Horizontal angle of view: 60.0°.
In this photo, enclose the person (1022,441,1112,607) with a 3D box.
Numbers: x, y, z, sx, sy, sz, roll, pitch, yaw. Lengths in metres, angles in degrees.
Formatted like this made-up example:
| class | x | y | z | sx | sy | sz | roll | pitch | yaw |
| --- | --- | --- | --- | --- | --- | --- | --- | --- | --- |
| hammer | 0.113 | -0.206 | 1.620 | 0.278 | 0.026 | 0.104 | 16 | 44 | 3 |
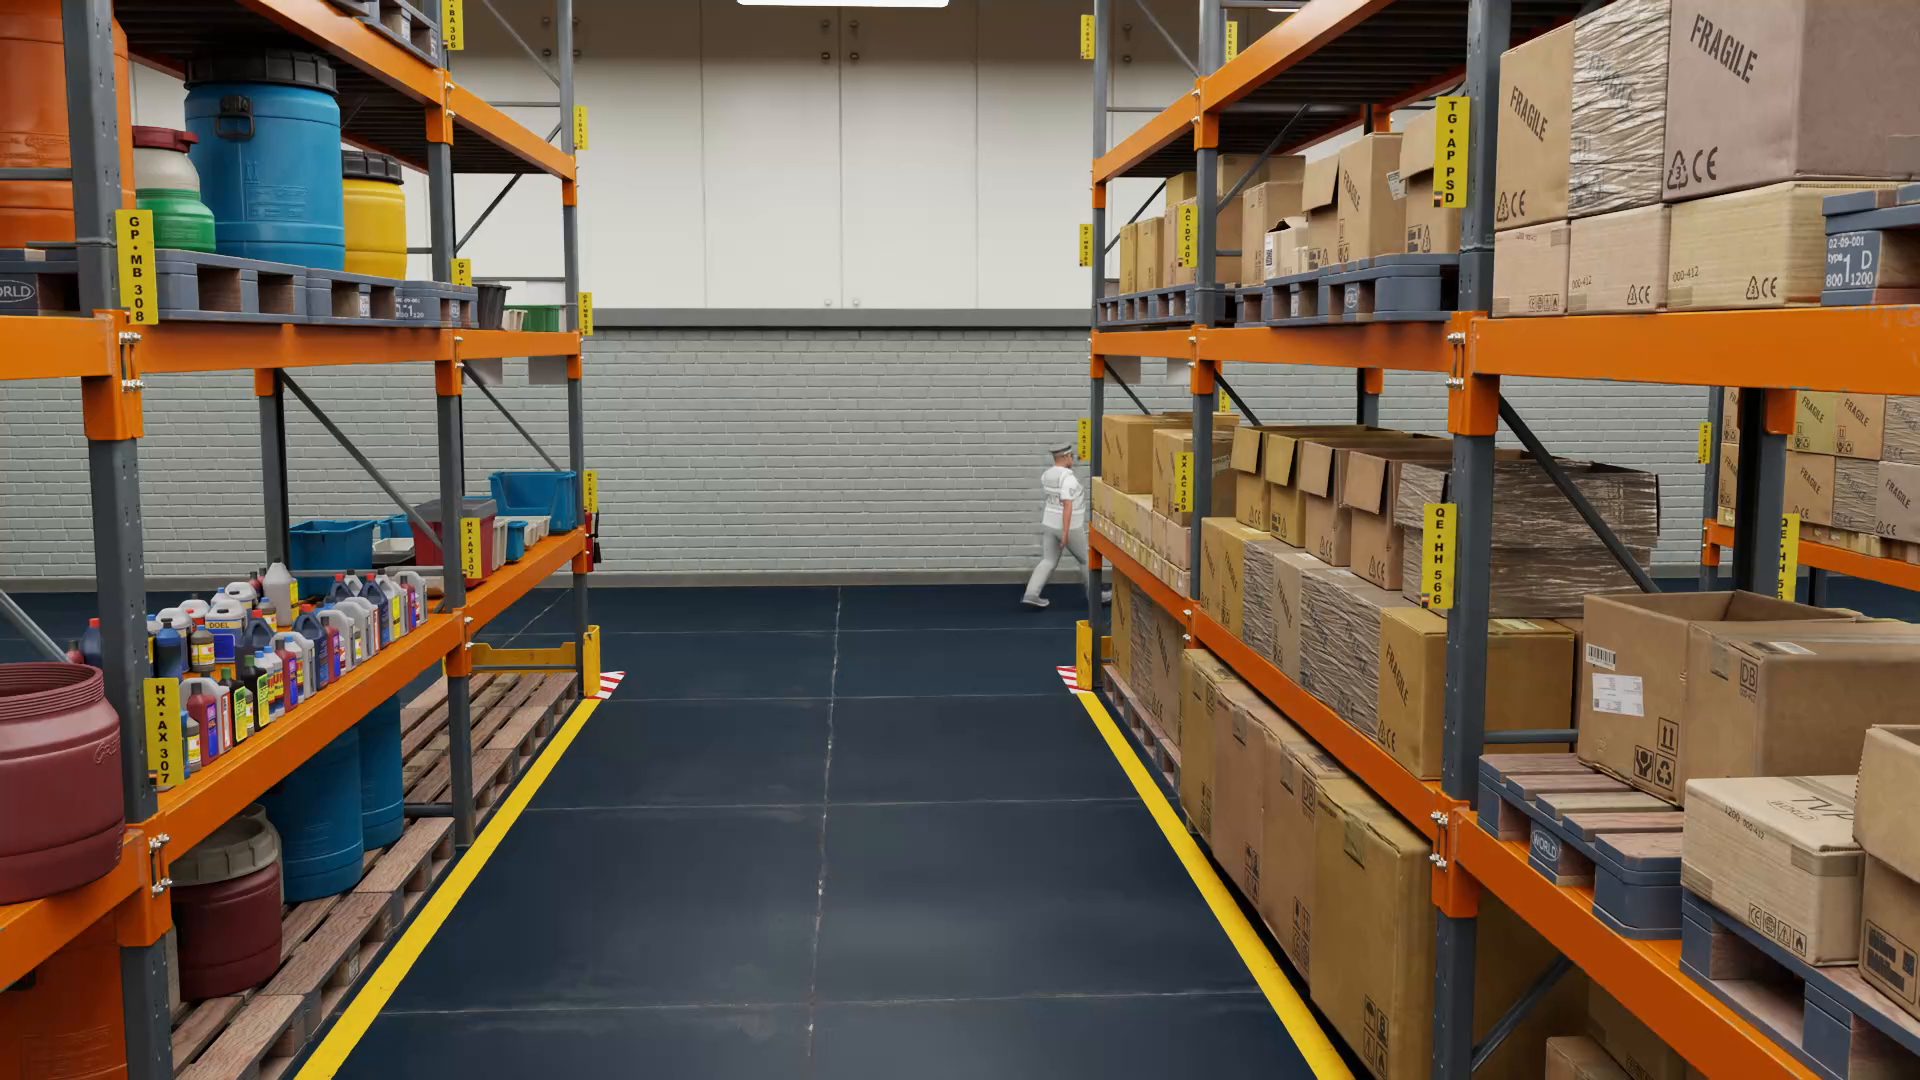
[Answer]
| class | x | y | z | sx | sy | sz | roll | pitch | yaw |
| --- | --- | --- | --- | --- | --- | --- | --- | --- | --- |
| person | 1.125 | -0.164 | 17.085 | 1.071 | 1.708 | 0.544 | -5 | 9 | -38 |
